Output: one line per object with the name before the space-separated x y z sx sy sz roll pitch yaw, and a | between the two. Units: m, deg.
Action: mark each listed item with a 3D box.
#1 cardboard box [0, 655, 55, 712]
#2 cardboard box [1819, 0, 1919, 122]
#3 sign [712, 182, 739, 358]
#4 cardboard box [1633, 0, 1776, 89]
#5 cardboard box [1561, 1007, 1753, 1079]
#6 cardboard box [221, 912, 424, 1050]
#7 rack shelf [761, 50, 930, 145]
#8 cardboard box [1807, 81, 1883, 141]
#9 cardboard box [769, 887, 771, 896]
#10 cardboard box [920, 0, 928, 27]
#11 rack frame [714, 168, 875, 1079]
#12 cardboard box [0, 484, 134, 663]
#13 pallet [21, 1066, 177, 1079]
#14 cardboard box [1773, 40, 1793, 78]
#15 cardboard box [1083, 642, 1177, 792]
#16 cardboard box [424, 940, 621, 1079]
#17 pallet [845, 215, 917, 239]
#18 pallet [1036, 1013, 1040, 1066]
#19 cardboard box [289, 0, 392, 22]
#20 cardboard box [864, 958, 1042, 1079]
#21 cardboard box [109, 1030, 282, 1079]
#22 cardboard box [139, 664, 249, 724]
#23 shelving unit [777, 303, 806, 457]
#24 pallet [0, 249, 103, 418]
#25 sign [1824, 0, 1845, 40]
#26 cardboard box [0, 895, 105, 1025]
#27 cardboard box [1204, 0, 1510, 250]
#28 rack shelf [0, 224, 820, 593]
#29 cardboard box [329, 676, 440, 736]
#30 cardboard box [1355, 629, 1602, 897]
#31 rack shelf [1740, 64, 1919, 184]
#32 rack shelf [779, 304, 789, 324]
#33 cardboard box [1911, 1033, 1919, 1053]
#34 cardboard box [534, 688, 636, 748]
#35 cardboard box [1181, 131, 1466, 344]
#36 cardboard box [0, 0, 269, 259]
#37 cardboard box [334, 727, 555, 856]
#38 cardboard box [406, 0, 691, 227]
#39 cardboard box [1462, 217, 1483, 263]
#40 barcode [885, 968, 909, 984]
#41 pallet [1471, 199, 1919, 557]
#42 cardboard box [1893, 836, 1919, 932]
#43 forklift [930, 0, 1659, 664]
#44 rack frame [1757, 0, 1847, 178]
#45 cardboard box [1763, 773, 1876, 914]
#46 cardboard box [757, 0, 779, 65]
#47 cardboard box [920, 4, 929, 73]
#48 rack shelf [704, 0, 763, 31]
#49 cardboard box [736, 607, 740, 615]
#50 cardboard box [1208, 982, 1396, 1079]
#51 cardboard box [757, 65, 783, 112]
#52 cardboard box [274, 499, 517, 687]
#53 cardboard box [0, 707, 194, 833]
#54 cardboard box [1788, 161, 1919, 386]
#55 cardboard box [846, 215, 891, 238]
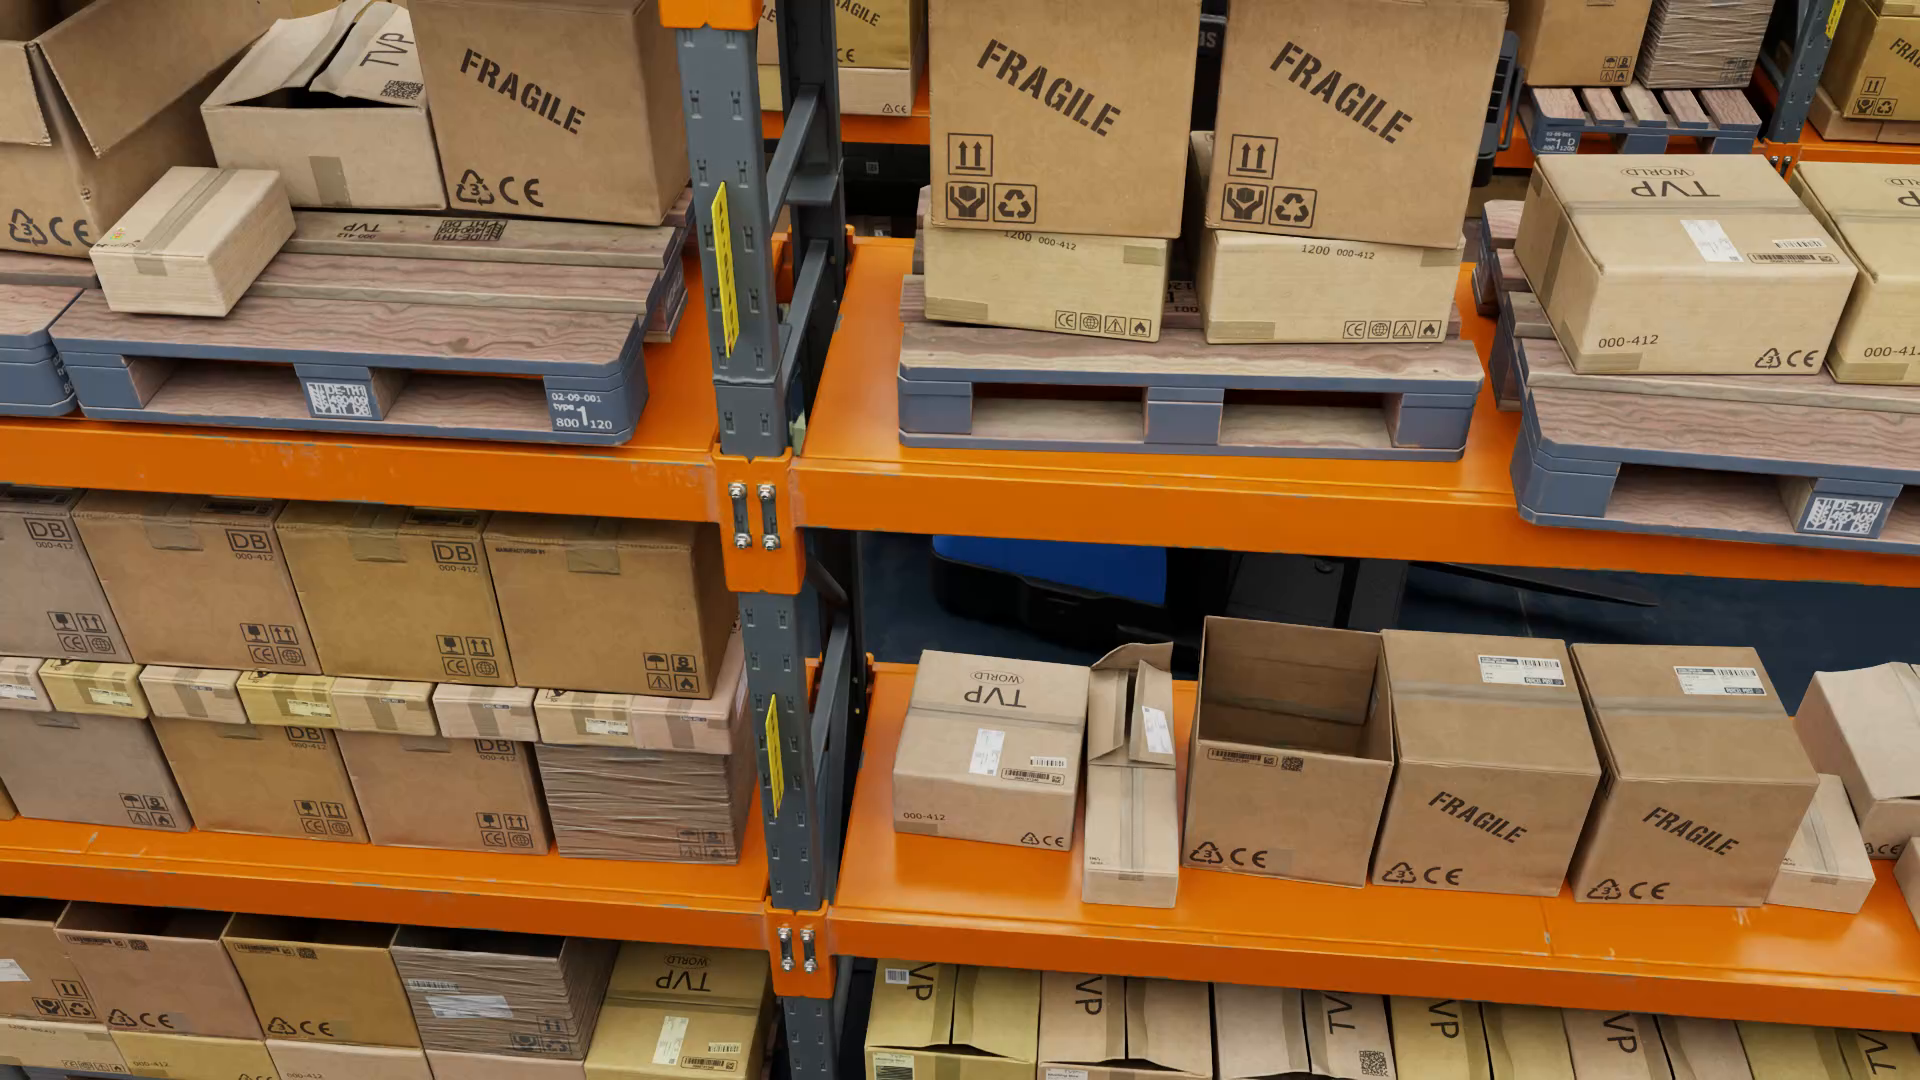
cardboard box | -2.478 0.270 4.449 0.250 0.149 0.380 3 39 4
cardboard box | 4.474 -2.335 7.912 0.500 0.500 0.500 4 39 5
sign | -0.443 -0.508 3.150 0.005 0.325 0.100 3 39 4
cardboard box | 3.543 -2.589 8.127 0.500 0.500 0.700 -1 39 -1
cardboard box | 2.024 1.514 4.915 0.500 0.311 0.500 3 39 4
cardboard box | -1.873 1.203 5.148 0.500 0.500 0.500 3 39 4
rack shelf | -1.966 -2.408 8.903 4.000 0.370 1.077 3 39 4
cardboard box | 4.320 -2.107 8.146 0.250 0.149 0.380 3 39 3
cardboard box | -0.832 0.928 5.485 0.500 0.500 0.500 3 39 4
cardboard box | -0.423 -2.976 8.539 0.500 0.500 0.500 2 39 3
rack frame | -0.397 0.537 4.714 0.127 3.000 1.000 3 39 4
cardboard box | -2.339 -0.107 4.398 0.500 0.500 0.700 3 39 4
pallet | -2.404 1.484 5.759 1.213 0.211 1.003 3 39 4
cardboard box | 4.358 -2.414 8.523 0.250 0.149 0.380 4 39 5
cardboard box | 0.495 0.522 4.839 0.258 0.266 0.396 2 39 3
cardboard box | -1.375 1.520 5.353 0.500 0.250 0.500 3 39 4
pallet | -0.645 -1.511 9.440 1.213 0.211 1.003 3 39 4
pallet | 0.341 1.634 5.575 1.213 0.211 1.003 3 39 4
cardboard box | -3.017 -2.789 8.309 0.500 0.500 0.500 3 39 4
cardboard box | -0.007 1.402 5.052 0.500 0.311 0.500 3 39 4
cardboard box | -2.373 1.475 5.408 0.500 0.250 0.500 3 39 4
cardboard box | -1.951 0.297 4.416 0.250 0.149 0.380 4 39 5
shelving unit | -0.366 -0.704 7.427 0.755 1.500 0.431 9 40 11
pallet | -2.461 -0.690 3.916 1.213 0.211 1.003 3 39 4
sign | 3.974 -2.437 7.514 0.005 0.325 0.100 3 39 4
cardboard box | -2.869 1.146 5.217 0.500 0.500 0.500 3 39 4
cardboard box | 0.784 -0.947 3.353 0.500 0.500 0.500 7 40 8
rack shelf | -2.389 -0.456 4.128 4.000 0.370 1.077 3 39 4
cardboard box | -1.455 0.326 4.381 0.250 0.149 0.380 3 39 4
cardboard box | 1.391 0.607 4.550 0.500 0.500 0.500 3 39 4
rack shelf | 6.004 -1.973 8.367 4.000 0.370 1.077 3 39 4
rack shelf | -0.366 -1.007 7.181 0.720 0.370 0.431 9 40 11
cardboard box | 3.045 1.567 4.849 0.500 0.311 0.500 4 39 5
cardboard box | -0.932 0.352 4.348 0.250 0.149 0.380 2 39 3
cardboard box | 0.764 -0.663 3.598 0.500 0.250 0.500 0 39 -1
cardboard box | -2.027 -1.052 3.765 0.637 0.503 0.797 7 40 9
cardboard box | -1.366 0.454 4.737 0.500 0.500 0.700 3 39 3
cardboard box | -0.876 -1.075 3.796 0.500 0.500 0.500 6 40 8
cardboard box | 2.787 -1.669 9.056 0.500 0.500 0.700 3 39 4
barcode | -0.179 1.239 4.722 0.075 0.075 0.001 3 39 4
pallet | 1.790 -0.375 3.608 1.213 0.211 1.003 5 39 6
cardboard box | 2.668 0.977 4.372 0.250 0.149 0.380 3 39 4
forklift | 1.443 -0.834 6.452 3.031 2.935 1.130 12 41 15
rack frame | 4.012 -2.361 8.274 0.127 3.000 1.000 3 39 4
cardboard box | 2.313 0.818 4.567 0.250 0.149 0.380 6 40 7
cardboard box | -0.969 -2.674 8.168 0.500 0.500 0.500 3 39 4
cardboard box | -0.423 -2.689 8.780 0.500 0.250 0.500 4 39 4
rack shelf | 1.596 -1.246 3.040 4.000 0.370 1.077 3 39 4
cardboard box | -0.648 0.110 4.645 0.250 0.149 0.380 3 39 4
cardboard box | 1.007 1.460 4.981 0.500 0.311 0.500 2 39 2
cardboard box | -0.967 -2.396 8.420 0.500 0.250 0.500 3 39 4
cardboard box | -1.343 -0.052 4.330 0.500 0.500 0.700 3 39 4
cardboard box | -2.375 0.397 4.807 0.500 0.500 0.700 4 39 5
cardboard box | 2.039 -0.558 3.469 0.500 0.250 0.500 2 39 3
cardboard box | -0.509 -1.661 9.310 0.250 0.166 0.380 -2 39 -2
